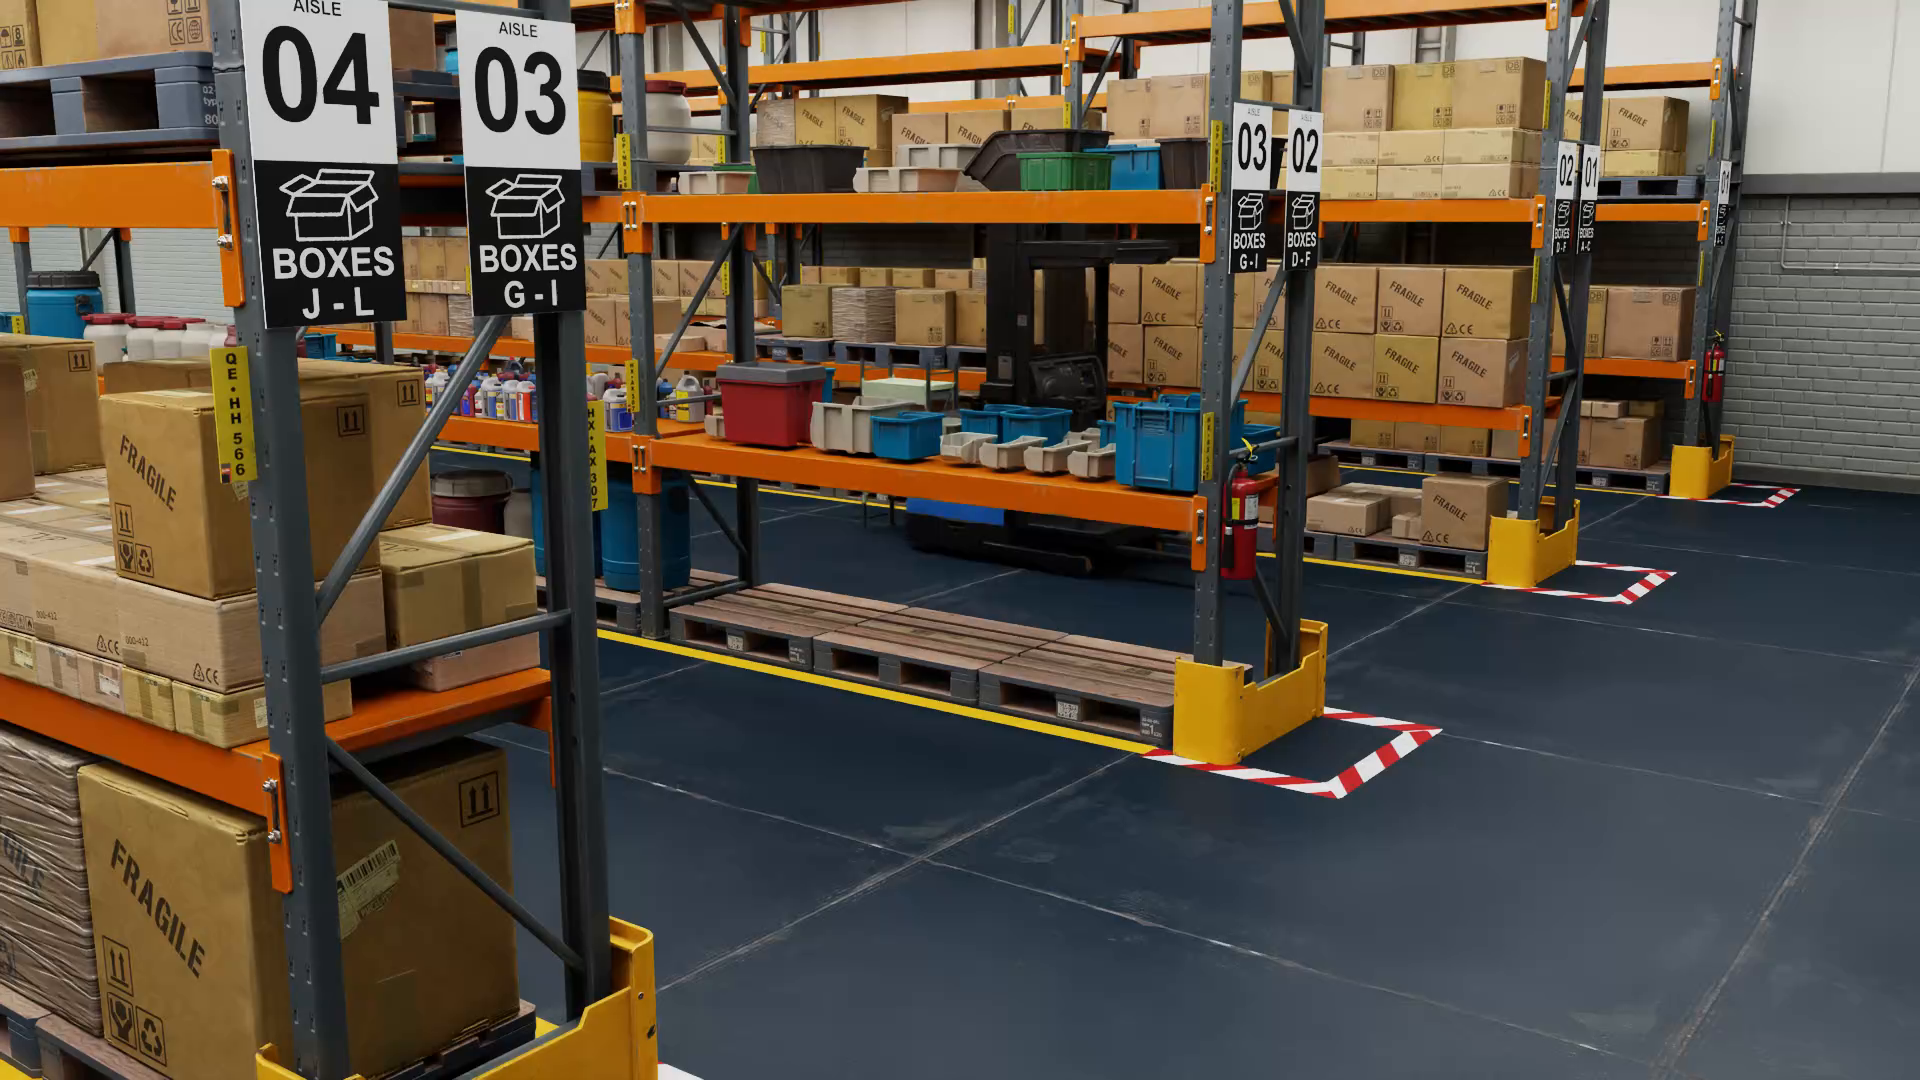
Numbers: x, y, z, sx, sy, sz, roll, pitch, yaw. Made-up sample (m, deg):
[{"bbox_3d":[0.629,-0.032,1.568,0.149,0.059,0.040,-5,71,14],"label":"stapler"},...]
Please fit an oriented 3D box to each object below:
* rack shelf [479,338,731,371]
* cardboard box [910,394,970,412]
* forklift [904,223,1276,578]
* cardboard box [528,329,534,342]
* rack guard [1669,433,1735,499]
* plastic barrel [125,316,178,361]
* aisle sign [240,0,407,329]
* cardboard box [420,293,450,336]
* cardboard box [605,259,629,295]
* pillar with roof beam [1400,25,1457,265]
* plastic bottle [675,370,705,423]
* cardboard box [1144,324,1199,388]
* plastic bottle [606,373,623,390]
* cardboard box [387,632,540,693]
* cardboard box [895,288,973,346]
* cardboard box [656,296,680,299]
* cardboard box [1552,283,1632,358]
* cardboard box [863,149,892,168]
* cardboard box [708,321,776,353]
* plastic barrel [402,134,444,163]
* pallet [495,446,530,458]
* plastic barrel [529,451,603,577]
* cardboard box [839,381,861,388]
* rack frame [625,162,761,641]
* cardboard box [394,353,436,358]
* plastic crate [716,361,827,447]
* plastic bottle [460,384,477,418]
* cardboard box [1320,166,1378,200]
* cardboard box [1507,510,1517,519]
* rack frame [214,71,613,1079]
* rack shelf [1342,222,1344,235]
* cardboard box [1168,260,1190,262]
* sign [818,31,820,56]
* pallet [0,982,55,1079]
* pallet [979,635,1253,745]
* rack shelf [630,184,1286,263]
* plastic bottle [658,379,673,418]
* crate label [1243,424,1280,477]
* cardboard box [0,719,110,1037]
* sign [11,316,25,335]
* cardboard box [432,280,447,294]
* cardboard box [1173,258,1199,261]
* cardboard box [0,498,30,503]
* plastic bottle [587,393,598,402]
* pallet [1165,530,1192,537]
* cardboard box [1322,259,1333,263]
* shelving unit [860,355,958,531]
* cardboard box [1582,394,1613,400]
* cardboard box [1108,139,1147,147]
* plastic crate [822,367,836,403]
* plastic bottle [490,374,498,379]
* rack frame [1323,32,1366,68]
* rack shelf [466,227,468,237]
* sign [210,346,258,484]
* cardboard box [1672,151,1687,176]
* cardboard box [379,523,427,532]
[{"bbox_3d":[-3.614,-1.986,18.294,4.000,0.370,1.077,8,13,36],"label":"rack shelf"},{"bbox_3d":[-0.235,-1.282,16.210,0.500,0.250,0.500,8,13,34],"label":"cardboard box"},{"bbox_3d":[1.009,-1.268,12.868,3.031,2.935,1.130,9,14,38],"label":"forklift"},{"bbox_3d":[-4.633,-2.310,18.735,0.250,0.149,0.380,8,13,36],"label":"cardboard box"},{"bbox_3d":[7.394,-0.744,16.560,0.348,0.500,1.175,8,13,36],"label":"rack guard"},{"bbox_3d":[-6.929,-1.650,14.302,0.433,0.535,0.433,0,11,0],"label":"plastic barrel"},{"bbox_3d":[-1.541,-0.921,4.051,0.004,0.787,0.394,8,13,36],"label":"aisle sign"},{"bbox_3d":[-6.017,-2.721,19.933,0.500,0.500,0.700,8,13,35],"label":"cardboard box"},{"bbox_3d":[-4.922,-3.921,24.765,0.500,0.500,0.500,8,14,36],"label":"cardboard box"},{"bbox_3d":[2.679,-4.764,14.962,0.400,9.000,9.100,8,13,36],"label":"pillar with roof beam"},{"bbox_3d":[-1.838,-0.977,11.311,0.185,0.351,0.144,8,13,36],"label":"plastic bottle"},{"bbox_3d":[1.886,-1.558,13.923,0.500,0.500,0.500,8,14,37],"label":"cardboard box"},{"bbox_3d":[-2.472,-1.056,11.899,0.133,0.283,0.061,8,13,36],"label":"plastic bottle"},{"bbox_3d":[-1.512,0.334,5.069,0.250,0.149,0.380,8,14,36],"label":"cardboard box"},{"bbox_3d":[-0.239,-2.109,15.667,0.500,0.500,0.700,4,12,21],"label":"cardboard box"},{"bbox_3d":[-4.076,-3.434,24.225,0.500,0.250,0.500,8,14,36],"label":"cardboard box"},{"bbox_3d":[6.365,-2.257,17.011,0.700,0.700,0.980,8,13,35],"label":"cardboard box"},{"bbox_3d":[-0.801,-3.477,15.944,0.500,0.500,0.910,8,13,36],"label":"cardboard box"},{"bbox_3d":[-2.270,-2.119,17.318,0.500,0.311,0.500,9,14,39],"label":"cardboard box"},{"bbox_3d":[-3.986,-2.870,12.327,0.301,0.262,0.301,0,11,0],"label":"plastic barrel"},{"bbox_3d":[-4.610,-1.119,19.256,1.213,0.211,1.003,8,13,36],"label":"pallet"},{"bbox_3d":[-2.712,-0.226,11.722,0.708,0.901,0.600,8,13,36],"label":"plastic barrel"},{"bbox_3d":[-1.248,-2.181,22.831,0.500,0.500,0.700,8,13,34],"label":"cardboard box"},{"bbox_3d":[-1.713,-0.907,10.821,0.127,3.000,1.000,8,13,36],"label":"rack frame"},{"bbox_3d":[-7.027,-2.114,21.217,0.500,0.500,0.500,8,13,36],"label":"cardboard box"},{"bbox_3d":[-1.142,-0.829,10.092,0.583,0.464,0.402,8,13,36],"label":"plastic crate"},{"bbox_3d":[-3.432,-1.003,11.622,0.133,0.283,0.061,8,13,36],"label":"plastic bottle"},{"bbox_3d":[3.068,-2.744,12.813,0.500,0.250,0.500,8,13,36],"label":"cardboard box"},{"bbox_3d":[4.312,-0.131,13.159,0.250,0.149,0.380,8,13,36],"label":"cardboard box"},{"bbox_3d":[-1.421,0.301,4.577,0.127,3.000,1.000,8,13,36],"label":"rack frame"},{"bbox_3d":[2.539,-3.768,19.607,4.000,0.370,1.077,8,13,36],"label":"rack shelf"},{"bbox_3d":[1.782,-2.188,14.545,0.500,0.500,0.500,8,14,36],"label":"cardboard box"},{"bbox_3d":[-1.973,-6.891,23.079,0.005,0.325,0.100,8,13,36],"label":"sign"},{"bbox_3d":[-3.091,1.455,5.954,1.213,0.211,1.003,8,13,36],"label":"pallet"},{"bbox_3d":[0.869,0.813,9.272,1.213,0.211,1.003,8,13,36],"label":"pallet"},{"bbox_3d":[-0.101,-1.802,9.443,4.000,0.370,1.077,8,13,36],"label":"rack shelf"},{"bbox_3d":[-2.046,-0.987,11.571,0.097,0.271,0.097,0,11,0],"label":"plastic bottle"},{"bbox_3d":[1.507,-0.483,8.911,0.303,0.233,0.416,8,13,36],"label":"crate label"},{"bbox_3d":[-2.718,0.976,5.577,0.875,0.875,0.875,8,13,36],"label":"cardboard box"},{"bbox_3d":[-8.496,-1.859,15.015,0.005,0.325,0.100,8,13,36],"label":"sign"},{"bbox_3d":[-5.983,-2.987,19.601,0.250,0.149,0.380,7,13,34],"label":"cardboard box"},{"bbox_3d":[2.805,-3.127,19.220,0.500,0.250,0.500,8,14,37],"label":"cardboard box"},{"bbox_3d":[-3.603,-0.014,5.818,0.500,0.250,0.500,8,14,37],"label":"cardboard box"},{"bbox_3d":[-2.436,-0.864,10.904,0.133,0.283,0.061,8,13,36],"label":"plastic bottle"},{"bbox_3d":[1.775,-0.219,14.604,1.213,0.211,1.003,8,13,36],"label":"pallet"},{"bbox_3d":[3.934,-3.089,19.024,0.500,0.250,0.500,8,14,37],"label":"cardboard box"},{"bbox_3d":[-0.432,-0.805,14.241,0.755,1.500,0.431,9,14,38],"label":"shelving unit"},{"bbox_3d":[6.562,-1.408,17.179,0.250,0.149,0.380,8,14,36],"label":"cardboard box"},{"bbox_3d":[1.466,-3.217,13.942,0.500,0.250,0.500,8,13,36],"label":"cardboard box"},{"bbox_3d":[-1.135,-0.928,10.816,0.575,0.384,0.392,8,13,36],"label":"plastic crate"},{"bbox_3d":[-3.541,-1.161,12.656,0.097,0.201,0.097,0,11,0],"label":"plastic bottle"},{"bbox_3d":[4.151,-5.369,18.091,0.127,3.000,1.000,8,13,36],"label":"rack frame"},{"bbox_3d":[-6.838,-3.909,20.334,4.000,0.370,1.077,8,13,36],"label":"rack shelf"},{"bbox_3d":[-1.753,-0.302,4.024,0.005,0.325,0.100,8,13,36],"label":"sign"},{"bbox_3d":[6.932,-3.748,16.635,0.500,0.250,0.500,9,14,38],"label":"cardboard box"},{"bbox_3d":[-2.071,0.076,5.353,0.500,0.250,0.500,8,13,35],"label":"cardboard box"}]
